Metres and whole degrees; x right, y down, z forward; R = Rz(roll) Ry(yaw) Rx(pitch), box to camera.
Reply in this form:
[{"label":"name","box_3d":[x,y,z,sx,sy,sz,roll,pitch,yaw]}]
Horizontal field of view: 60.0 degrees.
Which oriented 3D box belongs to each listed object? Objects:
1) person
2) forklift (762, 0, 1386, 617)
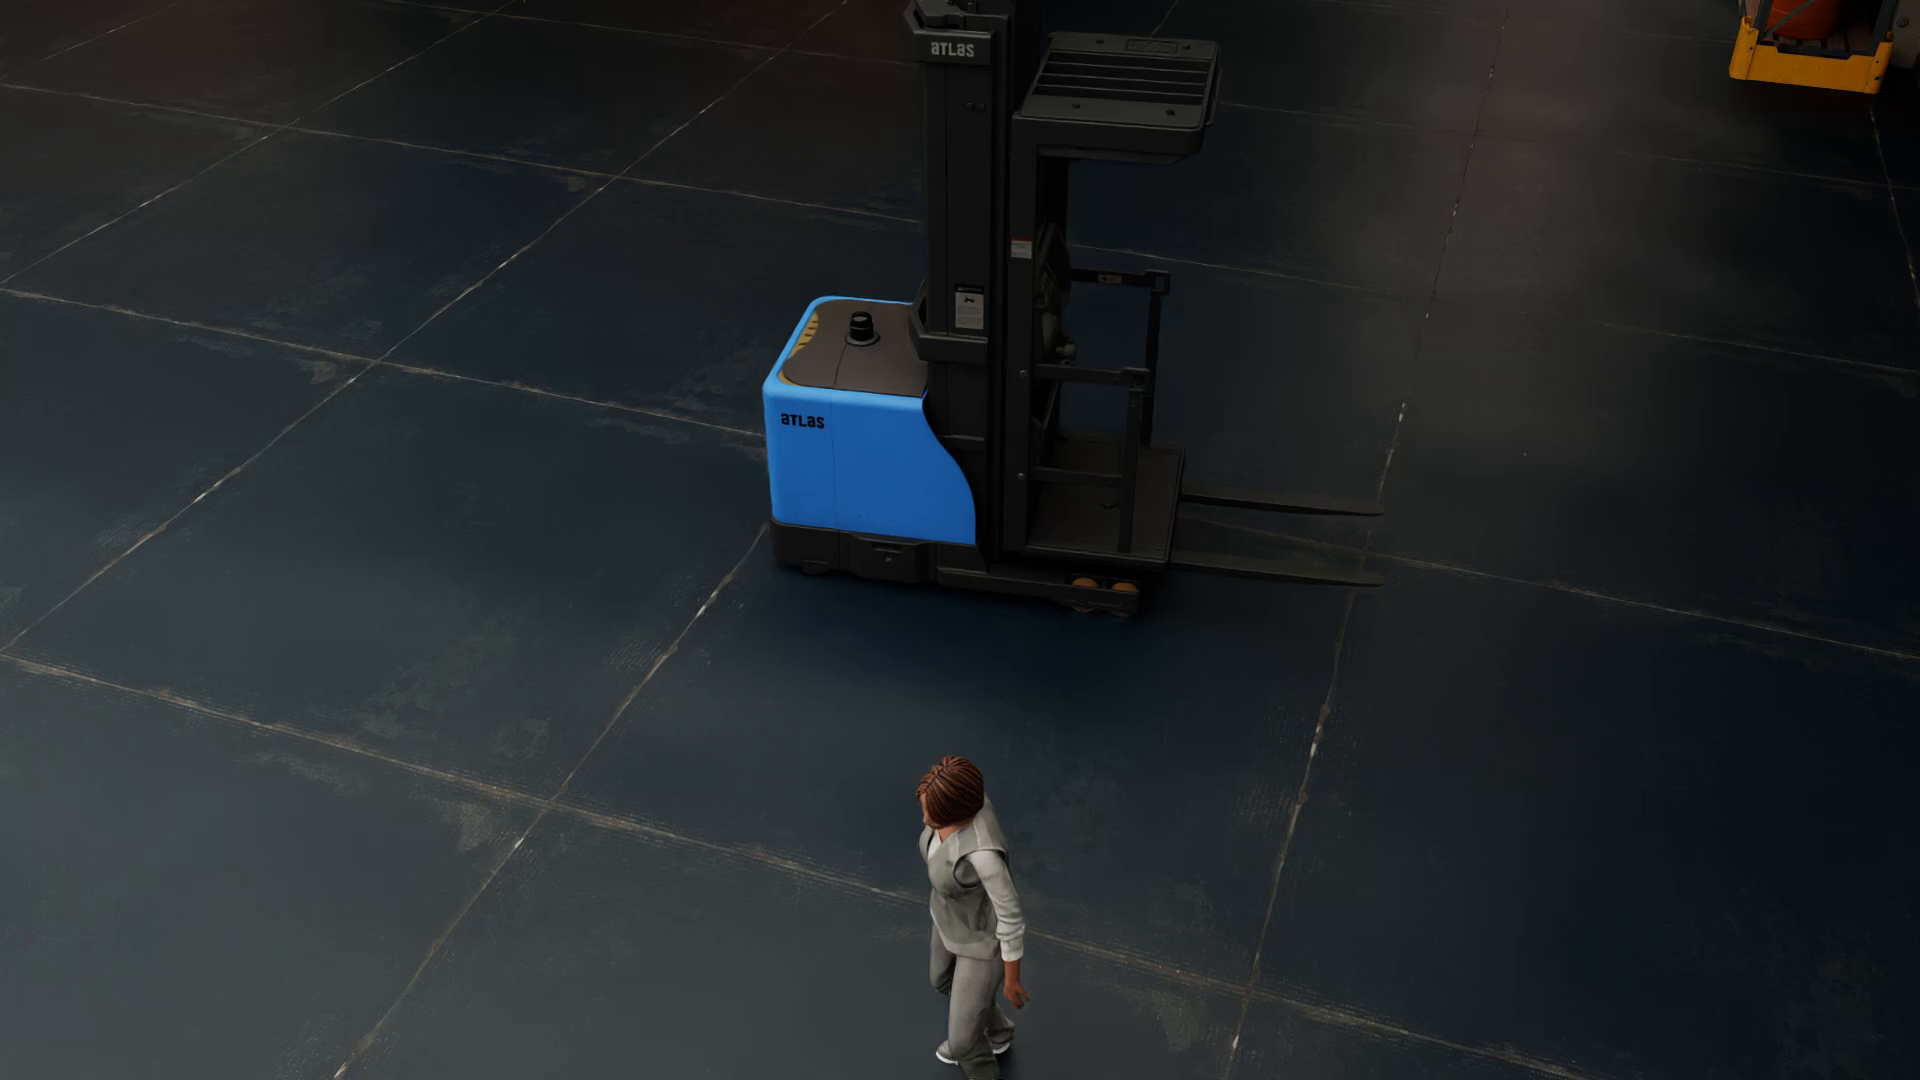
[{"label":"person","box_3d":[0.045,1.297,5.473,0.385,1.568,0.726,-11,37,-15]},{"label":"forklift","box_3d":[0.617,-1.157,7.743,3.031,2.935,1.130,6,36,9]}]
